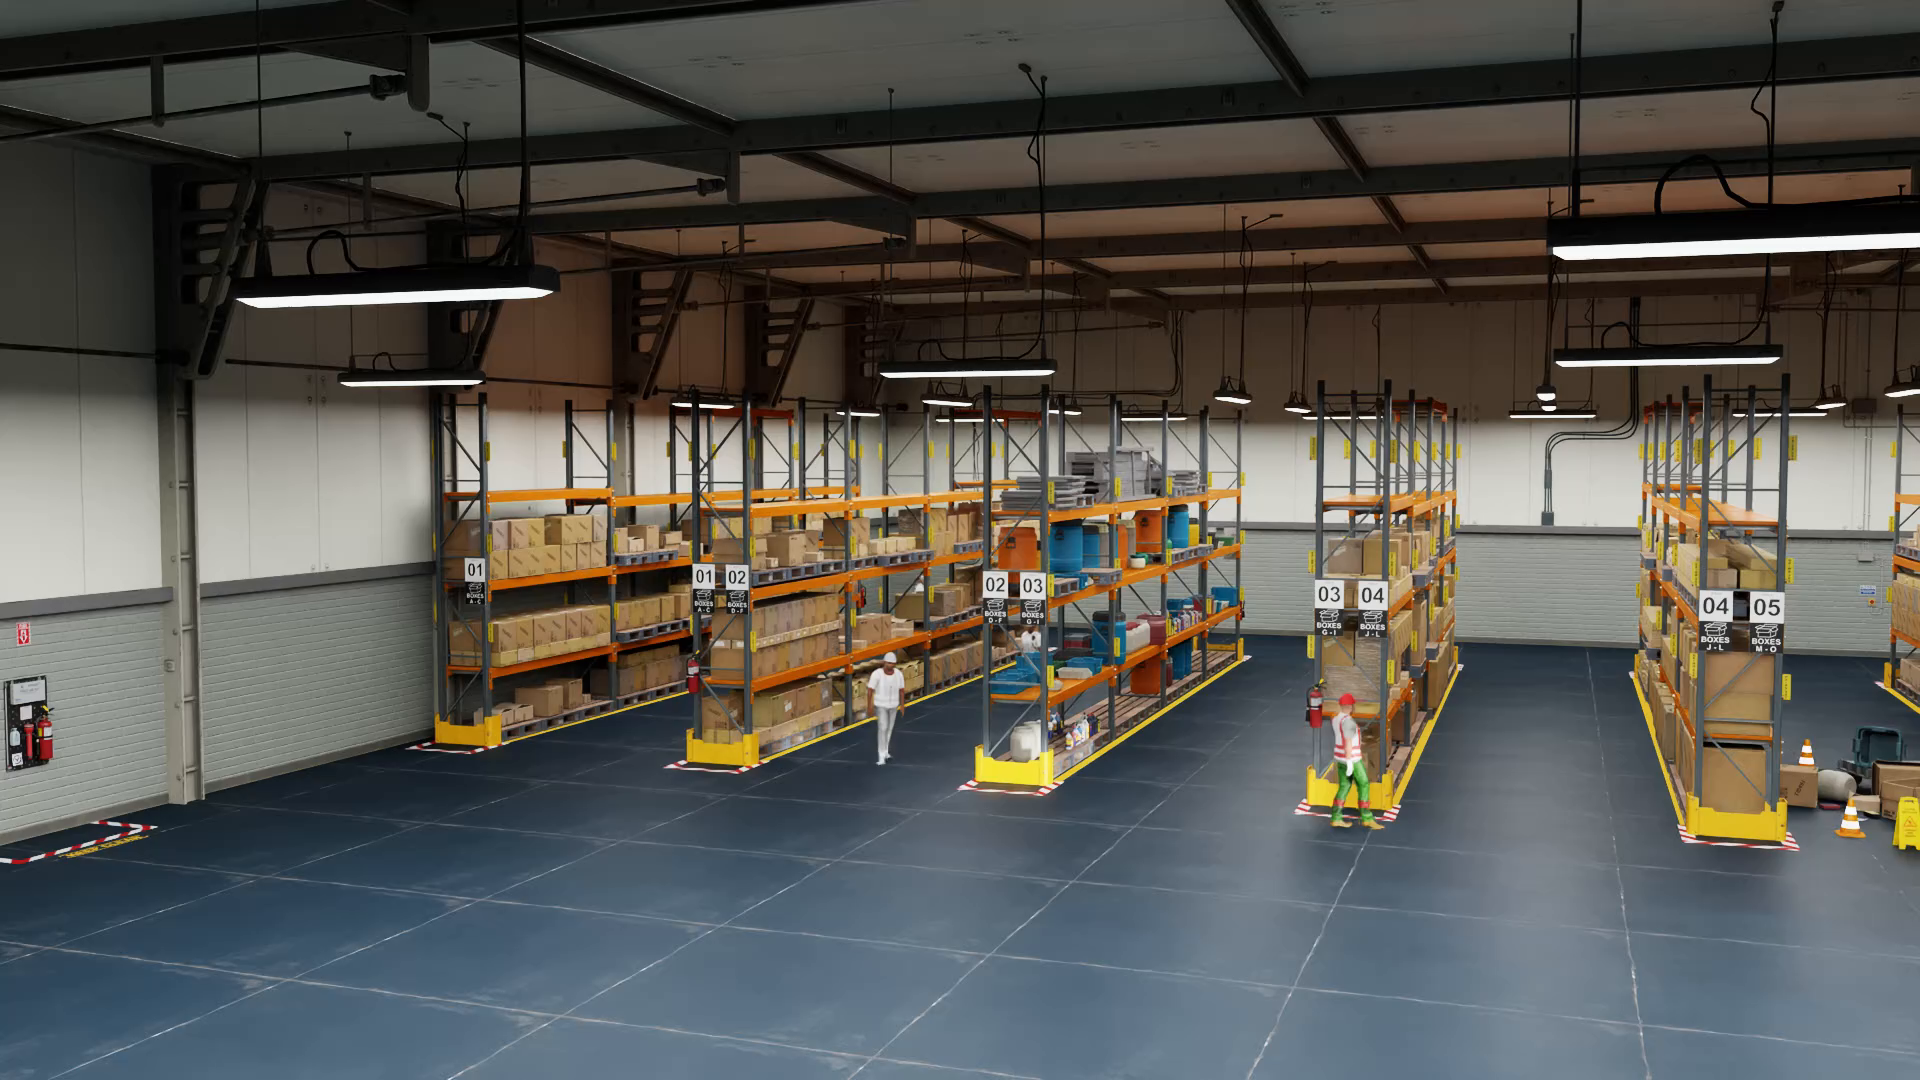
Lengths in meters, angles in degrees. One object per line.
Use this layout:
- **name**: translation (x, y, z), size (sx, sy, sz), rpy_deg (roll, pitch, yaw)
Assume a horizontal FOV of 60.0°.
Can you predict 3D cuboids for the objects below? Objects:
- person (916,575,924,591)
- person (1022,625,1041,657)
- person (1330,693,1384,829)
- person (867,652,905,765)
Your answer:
- **person**: translation (-1.026, 1.757, 45.445), size (0.866, 1.626, 0.488), rpy_deg (3, 4, 40)
- **person**: translation (1.406, 2.405, 33.021), size (0.487, 1.652, 0.743), rpy_deg (1, 3, 25)
- **person**: translation (5.260, 2.933, 22.123), size (0.656, 1.794, 0.562), rpy_deg (-1, 3, -14)
- **person**: translation (-1.195, 2.724, 26.857), size (0.599, 1.841, 0.605), rpy_deg (-2, 3, -29)
